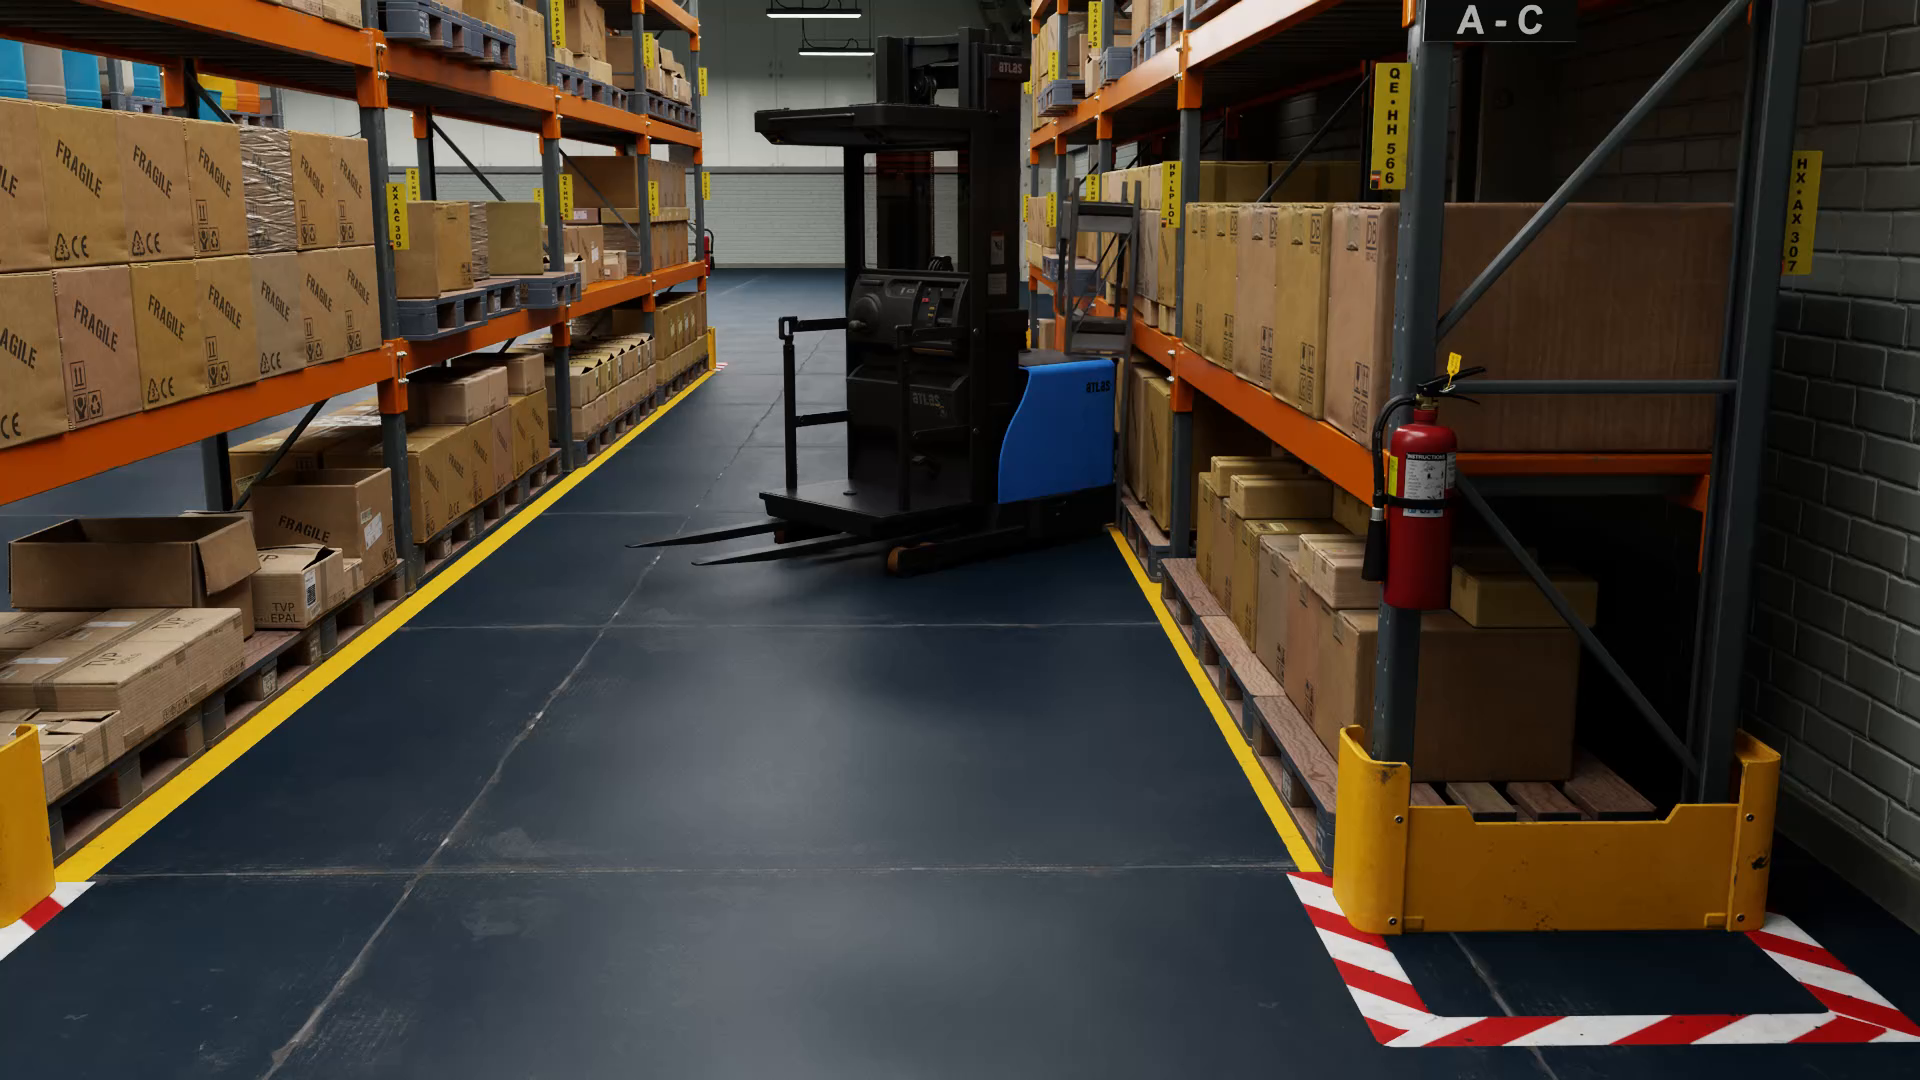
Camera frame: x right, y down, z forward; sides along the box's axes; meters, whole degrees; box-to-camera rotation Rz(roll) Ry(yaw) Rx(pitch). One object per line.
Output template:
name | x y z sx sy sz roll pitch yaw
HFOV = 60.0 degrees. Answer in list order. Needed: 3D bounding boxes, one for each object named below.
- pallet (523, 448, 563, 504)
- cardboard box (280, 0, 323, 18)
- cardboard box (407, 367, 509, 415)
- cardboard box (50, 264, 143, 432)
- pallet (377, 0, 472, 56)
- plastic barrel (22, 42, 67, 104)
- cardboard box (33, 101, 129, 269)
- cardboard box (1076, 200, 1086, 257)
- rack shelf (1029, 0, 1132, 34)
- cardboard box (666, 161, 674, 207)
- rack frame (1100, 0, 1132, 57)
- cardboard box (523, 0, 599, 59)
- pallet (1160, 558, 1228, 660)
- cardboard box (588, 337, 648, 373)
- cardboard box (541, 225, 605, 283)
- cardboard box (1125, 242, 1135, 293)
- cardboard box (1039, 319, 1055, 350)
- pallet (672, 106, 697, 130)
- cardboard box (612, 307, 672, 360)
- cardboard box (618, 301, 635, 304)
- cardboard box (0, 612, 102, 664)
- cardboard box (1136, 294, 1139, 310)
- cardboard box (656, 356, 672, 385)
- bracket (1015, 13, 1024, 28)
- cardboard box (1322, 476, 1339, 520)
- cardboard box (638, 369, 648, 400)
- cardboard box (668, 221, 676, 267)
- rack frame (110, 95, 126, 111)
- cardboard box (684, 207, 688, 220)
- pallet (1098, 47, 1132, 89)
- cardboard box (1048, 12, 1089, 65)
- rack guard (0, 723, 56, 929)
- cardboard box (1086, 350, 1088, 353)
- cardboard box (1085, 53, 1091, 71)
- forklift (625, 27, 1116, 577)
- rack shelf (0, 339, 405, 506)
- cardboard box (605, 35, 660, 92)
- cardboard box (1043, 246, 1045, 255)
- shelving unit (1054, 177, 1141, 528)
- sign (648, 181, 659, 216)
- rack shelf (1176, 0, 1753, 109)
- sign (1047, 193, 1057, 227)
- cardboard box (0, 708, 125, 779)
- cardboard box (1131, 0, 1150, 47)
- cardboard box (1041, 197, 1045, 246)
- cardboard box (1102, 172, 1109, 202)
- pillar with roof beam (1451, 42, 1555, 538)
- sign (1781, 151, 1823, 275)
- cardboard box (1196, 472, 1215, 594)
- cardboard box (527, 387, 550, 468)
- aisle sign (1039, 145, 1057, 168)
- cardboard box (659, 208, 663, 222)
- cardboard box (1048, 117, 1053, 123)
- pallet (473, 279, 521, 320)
pallet | -3.453 -0.465 11.819 1.003 0.211 1.213 0 11 -1
cardboard box | -3.072 -2.386 7.110 0.500 0.250 0.500 0 11 -1
cardboard box | -3.146 -0.938 10.435 0.500 0.250 0.500 0 11 -2
cardboard box | -3.027 -0.630 5.371 0.500 0.500 0.500 0 11 -2
pallet | -3.291 -2.693 8.715 1.213 0.211 1.003 0 11 -1
plastic barrel | -8.225 -4.241 14.614 0.600 0.901 0.600 0 11 0
cardboard box | -3.029 -1.122 5.278 0.500 0.500 0.500 0 11 -1
cardboard box | 1.420 -2.848 15.196 0.700 0.500 0.500 1 12 5
rack shelf | 1.398 -5.780 17.732 1.077 0.370 4.000 0 11 -1
cardboard box | -3.571 -3.947 18.455 0.700 0.500 0.500 0 11 -1
rack frame | 1.522 -4.941 11.781 1.000 3.000 0.127 0 11 -1
cardboard box | -3.505 -4.509 14.631 0.500 0.500 0.500 1 12 4
pallet | 1.542 0.312 7.989 1.003 0.211 1.213 0 11 -1
cardboard box | -3.201 -1.725 15.468 0.500 0.311 0.500 0 11 0
cardboard box | -3.503 -2.567 14.914 0.500 0.500 0.500 1 11 3
cardboard box | 1.305 -1.802 10.345 0.500 0.500 0.500 0 11 0
cardboard box | 1.258 -2.184 18.463 0.700 0.500 0.500 -1 12 -5
pallet | -3.607 -4.856 19.130 1.003 0.211 1.213 0 11 -1
cardboard box | -3.210 -2.094 16.811 0.500 0.500 0.500 0 11 -1
cardboard box | -3.754 -2.291 17.780 0.500 0.500 0.500 0 11 -1
cardboard box | -3.513 0.446 6.124 0.500 0.250 0.500 0 11 -1
cardboard box | 1.352 -1.566 10.813 0.380 0.149 0.250 0 11 0
cardboard box | -3.220 -1.727 16.885 0.500 0.250 0.500 0 11 -1
bracket | 1.447 -12.334 39.171 0.076 0.066 4.783 0 11 -1
cardboard box | 1.736 -0.178 6.990 0.380 0.149 0.250 0 11 -1
cardboard box | -3.206 -1.451 15.529 0.500 0.250 0.500 0 11 -2
cardboard box | -3.579 -3.323 18.644 0.700 0.500 0.500 0 11 -1
rack frame | -8.466 -2.755 16.096 1.000 3.000 0.127 0 11 -1
cardboard box | -3.391 -3.810 19.411 0.380 0.149 0.250 0 11 0
pallet | 1.588 -3.251 11.468 1.213 0.211 1.003 0 11 1
cardboard box | 1.158 -4.913 16.373 0.500 0.500 0.500 -1 12 -6
rack guard | -3.267 0.820 4.758 1.175 0.500 0.348 0 11 -1
cardboard box | 1.532 -1.538 15.276 0.700 0.500 0.500 0 11 -2
cardboard box | 1.383 -4.197 14.825 0.500 0.311 0.500 0 11 1
forklift | -0.453 -1.350 9.343 3.031 2.935 1.130 -11 16 -43
rack shelf | -3.307 -0.435 6.466 1.077 0.370 4.000 0 11 -1
cardboard box | -3.260 -4.670 16.328 0.500 0.500 0.500 1 11 4
cardboard box | 1.124 -2.924 17.256 0.500 0.250 0.500 0 11 -1
shelving unit | 0.815 -1.162 10.310 0.431 2.100 0.503 2 11 -4
sign | -2.971 -3.308 16.106 0.100 0.325 0.005 0 11 -1
rack shelf | 1.646 -1.926 6.272 1.077 0.370 4.000 0 11 -1
sign | 0.897 -3.217 16.192 0.100 0.325 0.005 0 11 -1
cardboard box | -2.936 0.649 5.335 0.380 0.166 0.250 0 11 -1
cardboard box | 1.589 -3.641 11.561 0.700 0.500 0.500 -1 12 -6
cardboard box | 1.104 -3.292 17.181 0.500 0.500 0.500 0 11 -1
cardboard box | 1.274 -2.476 11.783 0.500 0.250 0.500 0 11 0
pillar with roof beam | -1.820 -3.993 7.106 9.100 9.000 0.400 0 11 -1
sign | 2.242 -0.875 4.450 0.100 0.325 0.005 0 11 -1
cardboard box | 1.517 -0.037 7.930 0.700 0.500 0.500 0 11 0
cardboard box | -3.177 -0.785 11.567 0.500 0.500 0.500 0 11 1
aisle sign | 1.055 -4.878 20.022 0.394 0.787 0.004 0 11 -1
cardboard box | -3.356 -3.452 17.648 0.380 0.149 0.250 -1 11 -3
cardboard box | 1.184 -4.525 16.972 0.500 0.500 0.500 -1 12 -6
pallet | -3.386 -1.499 10.387 1.003 0.211 1.213 0 11 -1
